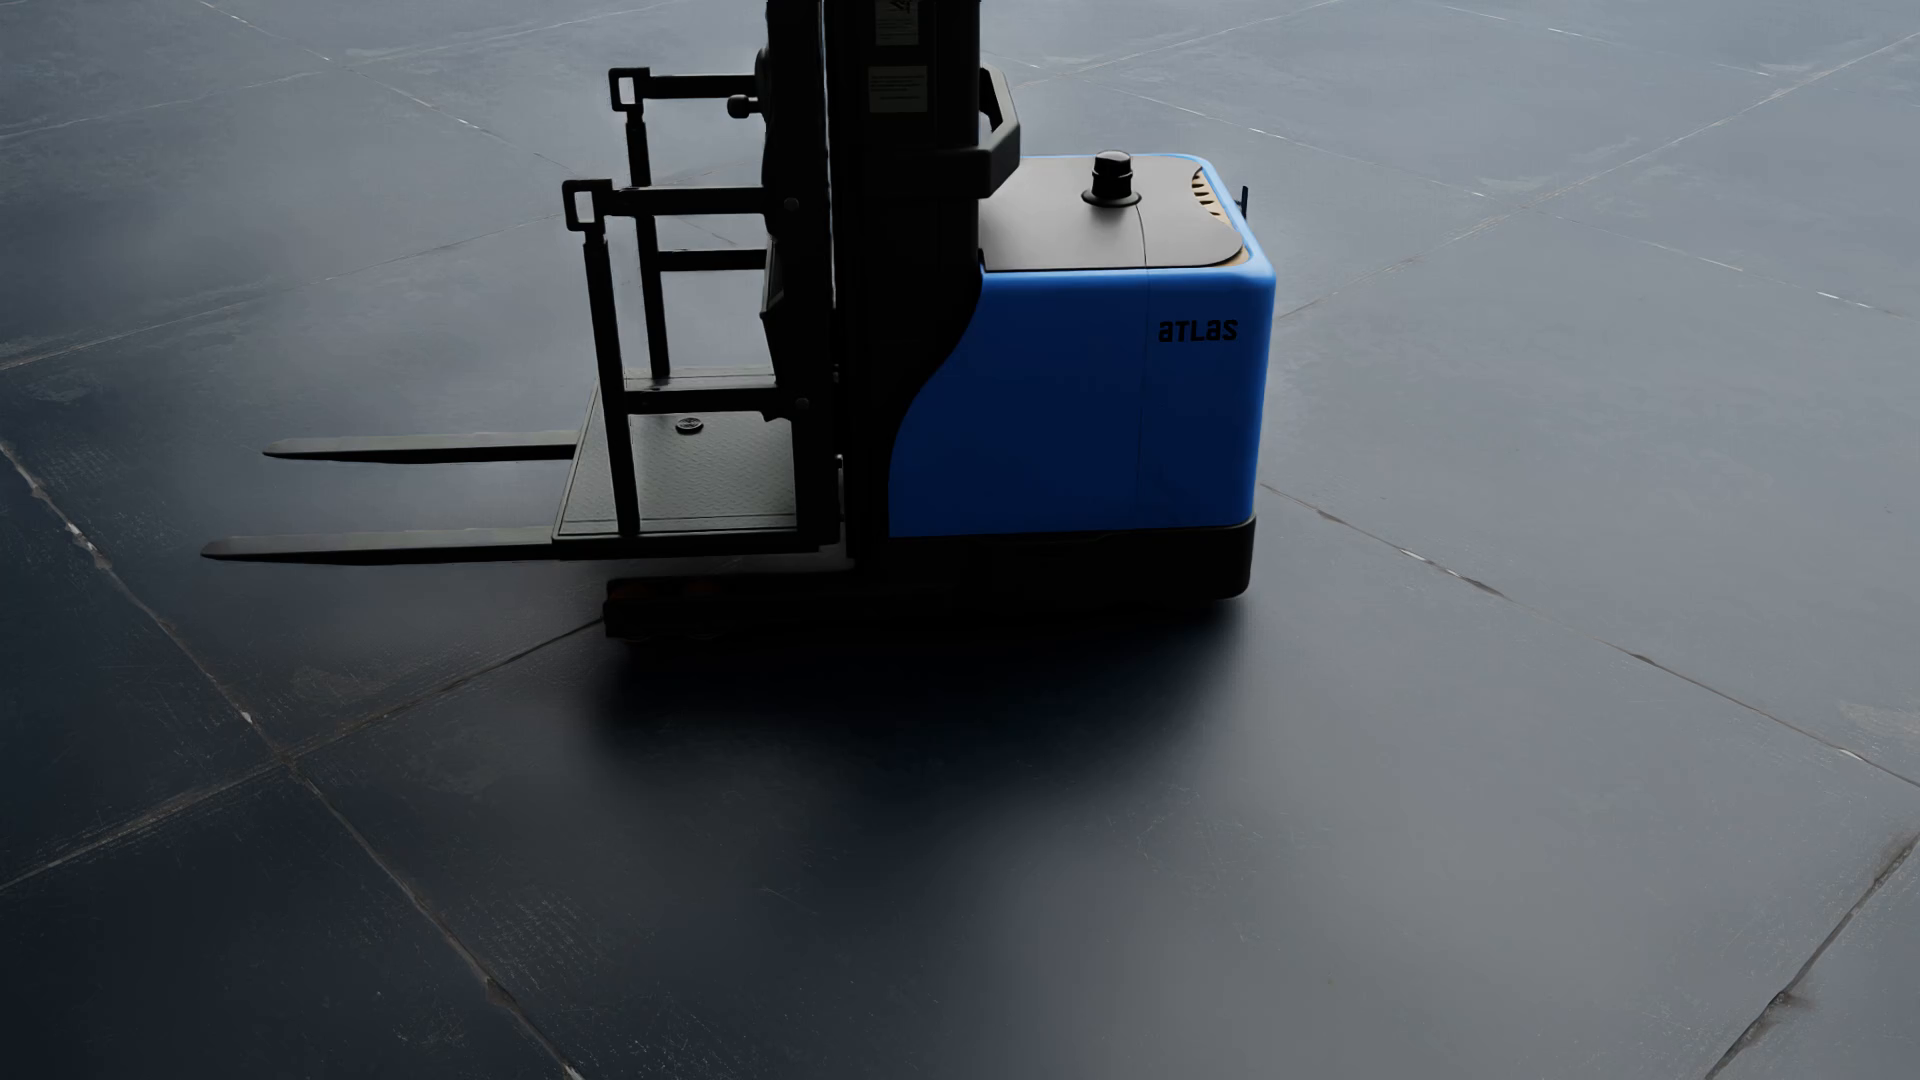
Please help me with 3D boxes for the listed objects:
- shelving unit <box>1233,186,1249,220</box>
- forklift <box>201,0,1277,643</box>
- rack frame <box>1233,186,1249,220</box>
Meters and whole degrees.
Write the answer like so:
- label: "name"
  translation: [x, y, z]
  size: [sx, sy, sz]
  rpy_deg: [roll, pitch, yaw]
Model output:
- label: "shelving unit"
  translation: [0.781, -0.780, 5.663]
  size: [0.210, 0.900, 0.258]
  rpy_deg: [-21, 37, -30]
- label: "forklift"
  translation: [-0.684, -1.242, 4.472]
  size: [3.031, 2.935, 1.130]
  rpy_deg: [-2, 31, -3]
- label: "rack frame"
  translation: [0.864, -0.811, 5.714]
  size: [0.006, 0.900, 0.240]
  rpy_deg: [-21, 37, -30]
